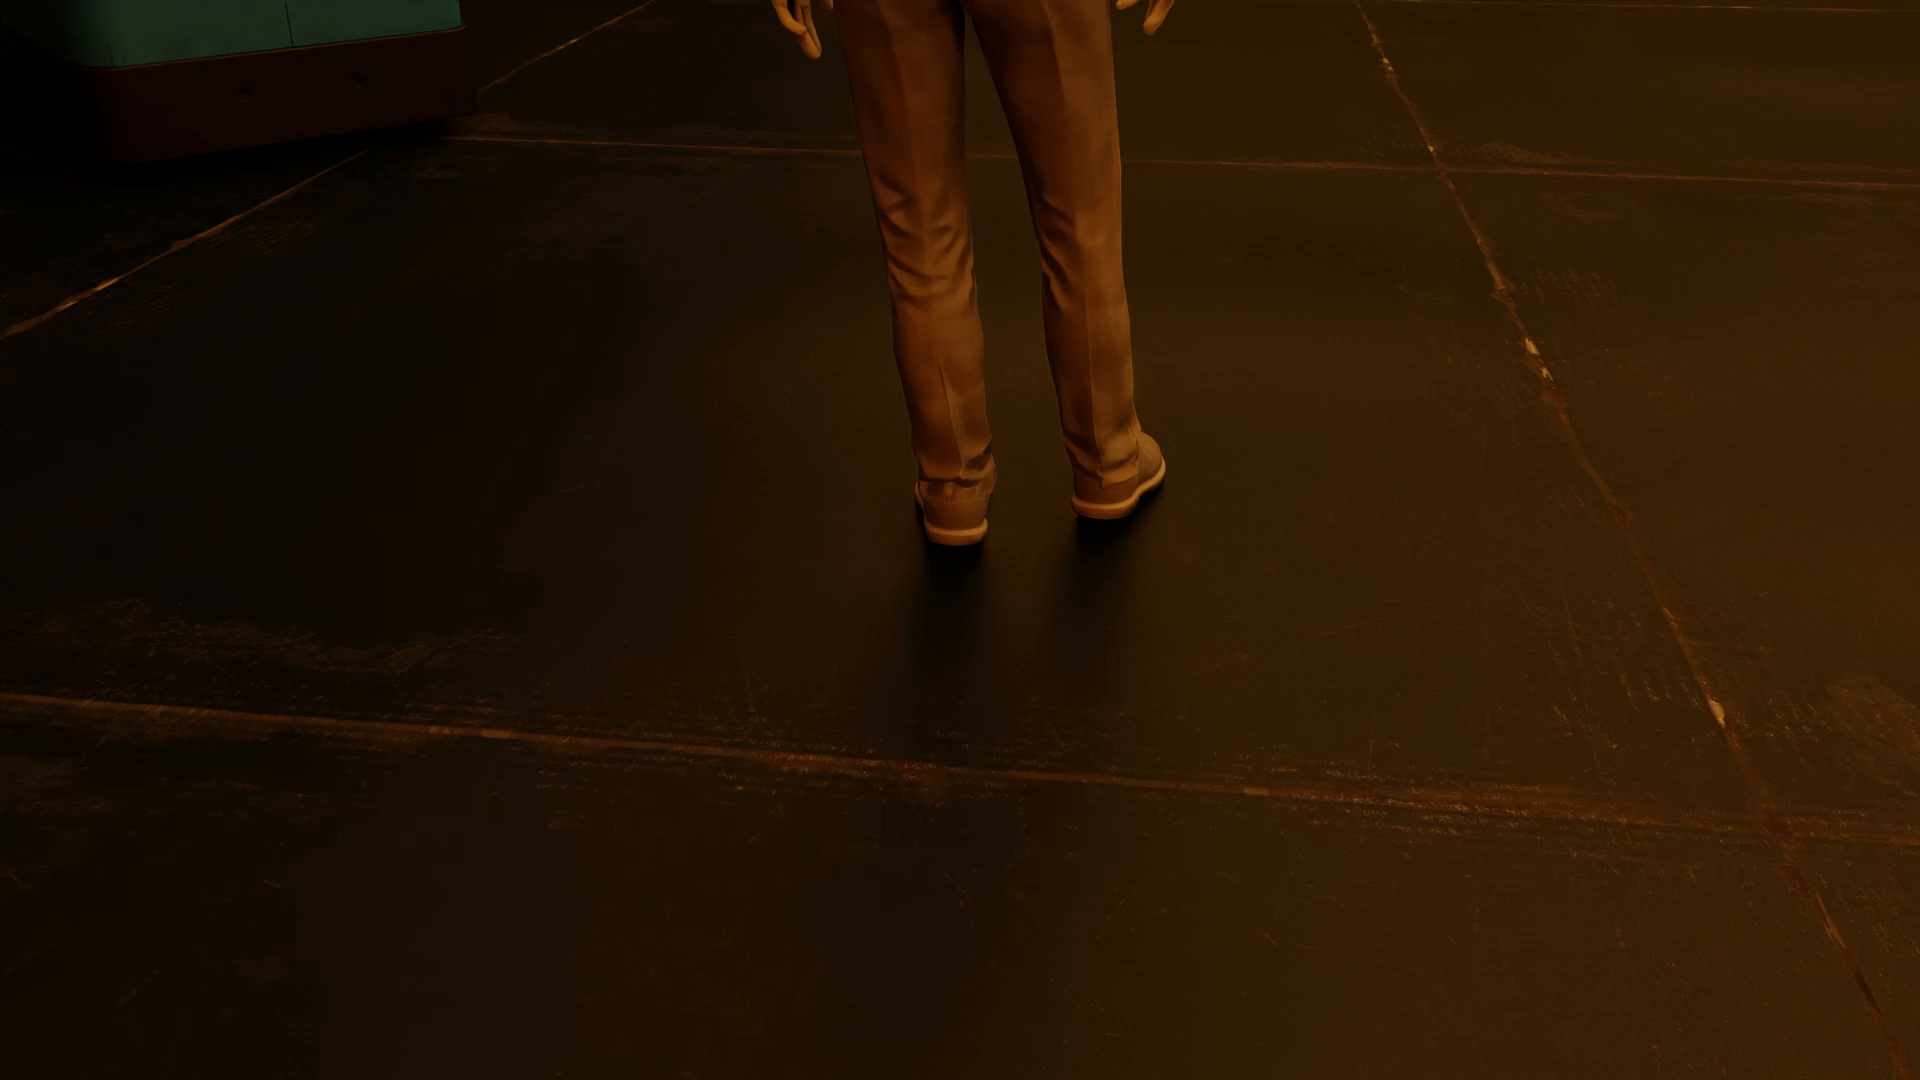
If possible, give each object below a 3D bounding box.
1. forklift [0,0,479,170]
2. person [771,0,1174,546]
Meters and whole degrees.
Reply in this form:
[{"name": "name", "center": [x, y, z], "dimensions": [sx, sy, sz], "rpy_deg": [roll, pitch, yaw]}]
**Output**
[{"name": "forklift", "center": [-2.722, -2.866, 4.961], "dimensions": [1.130, 2.935, 3.031], "rpy_deg": [-20, 33, -34]}, {"name": "person", "center": [0.016, -0.795, 2.178], "dimensions": [0.586, 1.694, 0.532], "rpy_deg": [3, 27, 7]}]
